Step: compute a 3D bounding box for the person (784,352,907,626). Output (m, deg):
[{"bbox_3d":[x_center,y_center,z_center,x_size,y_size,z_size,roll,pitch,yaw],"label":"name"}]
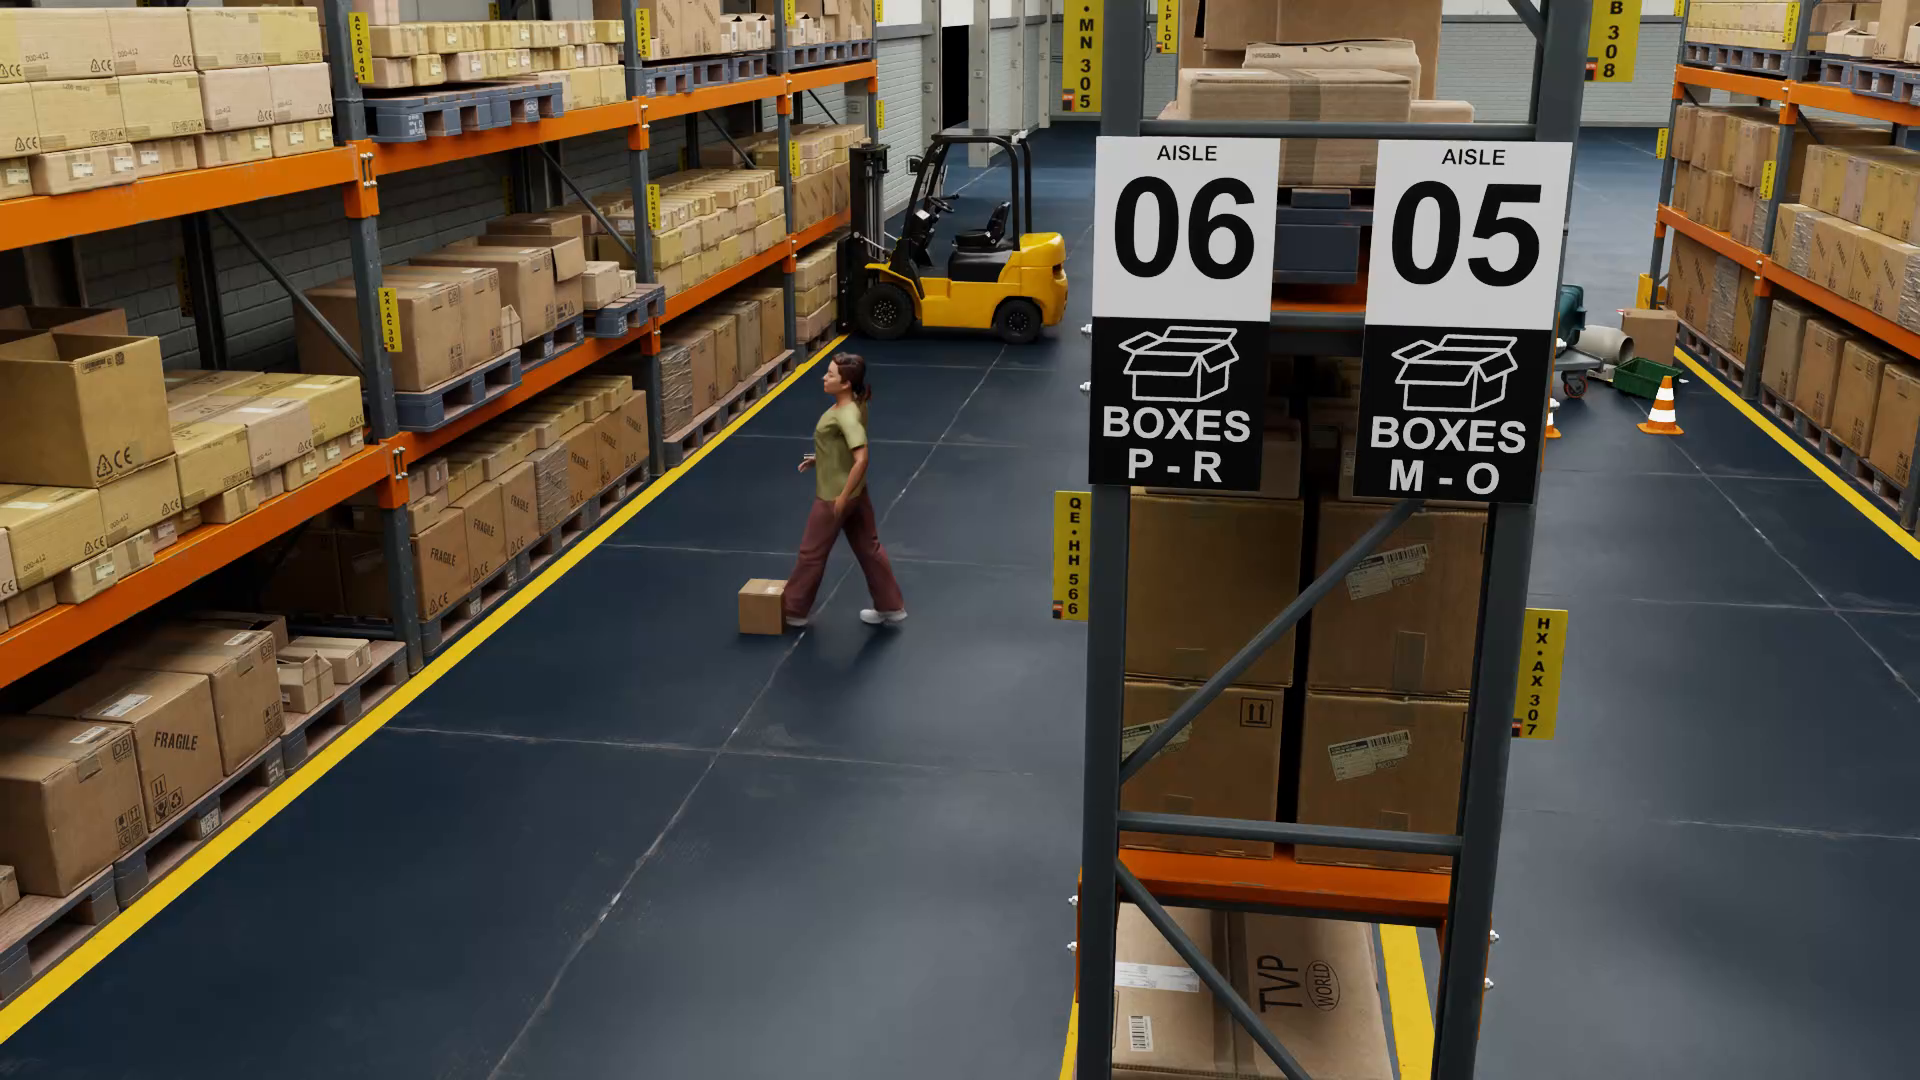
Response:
[{"bbox_3d":[-0.765,-0.268,9.386,0.868,1.645,0.551,5,19,15],"label":"person"}]
